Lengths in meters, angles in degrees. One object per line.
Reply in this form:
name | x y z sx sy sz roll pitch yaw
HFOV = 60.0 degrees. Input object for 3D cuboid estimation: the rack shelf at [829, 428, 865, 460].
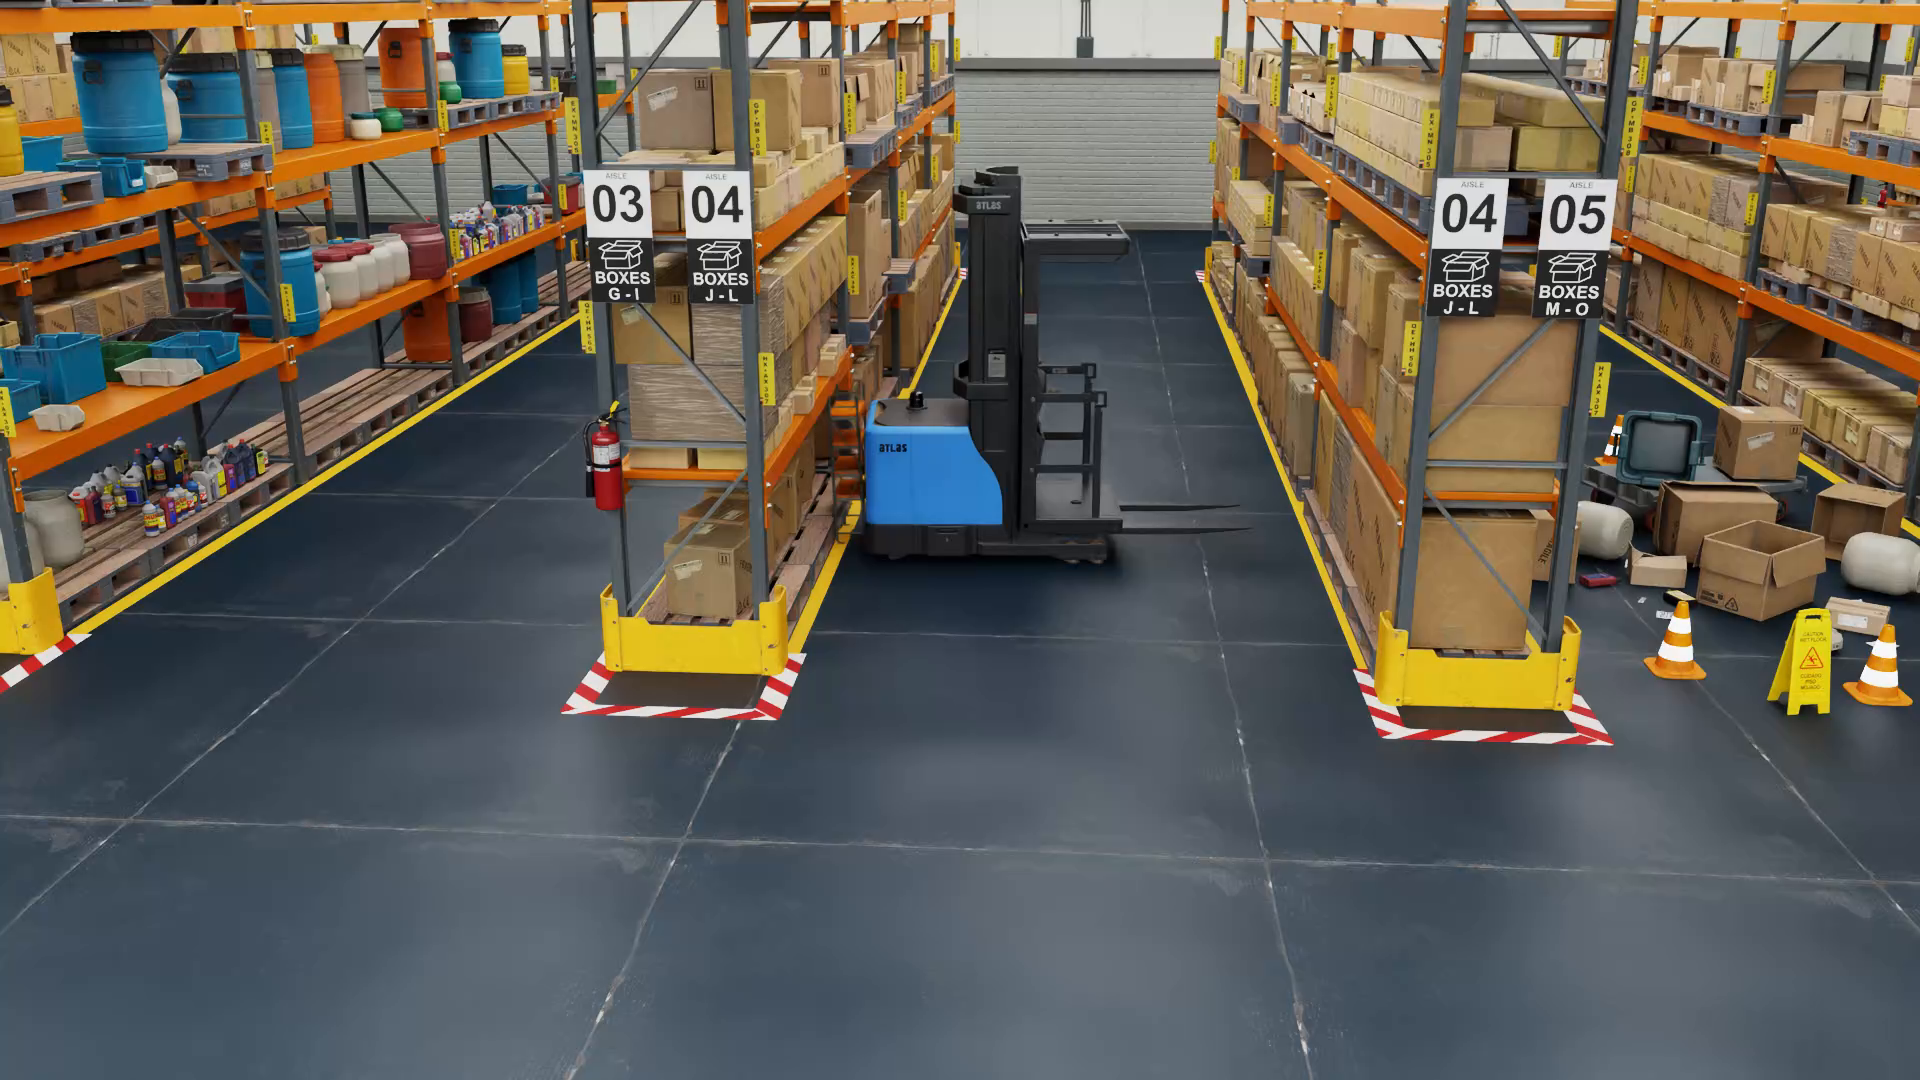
rack shelf | -0.887 -0.771 13.331 0.258 0.148 0.480 -1 18 4

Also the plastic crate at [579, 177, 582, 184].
plastic crate | -5.920 -5.346 25.093 0.416 0.233 0.300 1 18 4

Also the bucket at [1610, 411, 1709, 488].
bucket | 5.783 -0.764 13.754 0.726 0.611 0.620 8 10 23

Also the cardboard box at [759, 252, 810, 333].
cardboard box | -1.345 -1.730 11.642 0.500 0.500 0.500 1 18 4

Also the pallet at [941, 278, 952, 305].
pallet | -0.656 -3.607 24.093 1.003 0.211 1.213 1 18 4

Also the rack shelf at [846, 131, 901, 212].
rack shelf | -1.303 -3.538 15.741 1.077 0.370 4.000 1 18 4

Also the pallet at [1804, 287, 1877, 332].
pallet | 8.624 -2.148 15.468 1.003 0.211 1.213 1 18 4

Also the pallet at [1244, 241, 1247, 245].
pallet | 3.881 -3.458 19.467 1.003 0.211 1.213 1 18 4

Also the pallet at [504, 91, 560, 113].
pallet | -5.772 -5.519 20.934 1.213 0.211 1.003 1 18 4

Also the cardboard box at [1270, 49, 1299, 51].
cardboard box | 4.579 -6.851 23.494 0.380 0.149 0.250 2 18 5

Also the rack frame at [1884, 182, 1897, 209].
rack frame | 14.249 -5.229 24.565 1.000 3.000 0.127 1 18 4

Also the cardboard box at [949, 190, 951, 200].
cardboard box | -0.338 -5.086 24.532 0.380 0.149 0.250 2 18 5

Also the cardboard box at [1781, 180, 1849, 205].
cardboard box | 9.004 -3.525 17.597 0.500 0.500 0.500 1 18 2

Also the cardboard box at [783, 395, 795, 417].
cardboard box | -1.392 -0.943 11.888 0.380 0.149 0.250 1 18 4

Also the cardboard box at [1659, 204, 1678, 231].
cardboard box | 8.627 -3.814 19.683 0.500 0.250 0.500 2 18 5

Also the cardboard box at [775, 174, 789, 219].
cardboard box | -1.410 -2.249 10.894 0.500 0.250 0.500 1 18 3

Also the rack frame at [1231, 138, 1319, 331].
rack frame | 4.067 -4.176 21.350 1.000 3.000 0.127 1 18 4

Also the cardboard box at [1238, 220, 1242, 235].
cardboard box | 3.470 -3.660 19.505 0.380 0.149 0.250 0 18 1

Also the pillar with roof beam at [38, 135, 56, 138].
pillar with roof beam | -11.783 -9.505 27.978 9.100 9.000 0.400 1 18 4

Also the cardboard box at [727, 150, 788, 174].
cardboard box | -1.361 -2.533 11.119 0.380 0.149 0.250 1 18 4

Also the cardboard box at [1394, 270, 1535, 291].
cardboard box | 3.395 -1.491 11.182 0.875 0.550 0.550 1 18 4

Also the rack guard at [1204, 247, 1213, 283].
rack guard | 4.348 -4.207 25.458 1.175 0.500 0.348 1 18 4

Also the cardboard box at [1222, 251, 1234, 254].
cardboard box | 3.967 -4.062 23.951 0.380 0.149 0.250 2 18 6

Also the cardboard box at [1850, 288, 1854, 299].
cardboard box | 8.408 -2.254 15.215 0.380 0.149 0.250 1 18 2

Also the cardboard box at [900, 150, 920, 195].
cardboard box | -0.911 -4.644 21.006 0.797 0.503 0.637 1 18 2

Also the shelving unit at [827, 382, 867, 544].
shelving unit | -0.882 -0.622 13.379 0.258 1.200 0.503 -1 18 4

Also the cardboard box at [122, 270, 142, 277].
cardboard box | -11.059 -3.251 21.834 0.500 0.500 0.500 2 18 5

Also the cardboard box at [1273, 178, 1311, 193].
cardboard box | 4.354 -4.513 21.740 0.500 0.500 0.500 1 18 3

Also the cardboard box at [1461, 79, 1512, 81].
cardboard box | 3.713 -3.188 11.805 0.380 0.149 0.250 1 18 4

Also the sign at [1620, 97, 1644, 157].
sign | 3.760 -2.313 9.317 0.100 0.325 0.005 1 18 4

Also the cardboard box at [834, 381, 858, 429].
cardboard box | -1.328 -1.192 15.553 0.700 0.500 0.500 1 18 4

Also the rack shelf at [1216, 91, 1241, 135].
rack shelf | 4.210 -5.881 22.890 1.077 0.370 4.000 1 18 4

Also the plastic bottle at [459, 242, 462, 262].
plastic bottle | -5.711 -3.288 18.846 0.097 0.271 0.097 0 18 0

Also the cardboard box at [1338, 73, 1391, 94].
cardboard box | 3.128 -3.518 12.812 0.380 0.149 0.250 1 18 4

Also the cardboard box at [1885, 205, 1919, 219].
cardboard box | 8.889 -3.037 15.519 0.380 0.149 0.250 0 18 1

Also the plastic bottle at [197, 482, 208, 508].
plastic bottle | -6.179 -0.369 13.520 0.097 0.201 0.097 0 18 0

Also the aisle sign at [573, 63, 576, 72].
aisle sign | -5.818 -6.935 25.596 0.394 0.787 0.004 1 18 4

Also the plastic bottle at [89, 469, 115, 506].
plastic bottle | -6.916 -0.404 13.387 0.144 0.351 0.185 2 18 6

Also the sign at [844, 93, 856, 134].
sign | -0.905 -3.495 13.623 0.100 0.325 0.005 1 18 4

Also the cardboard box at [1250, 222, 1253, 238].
cardboard box | 3.379 -3.402 18.238 0.380 0.149 0.250 2 18 6

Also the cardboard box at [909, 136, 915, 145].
cardboard box | -0.926 -5.688 24.525 0.500 0.500 0.500 1 18 3

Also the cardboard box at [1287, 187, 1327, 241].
cardboard box | 3.738 -3.317 16.962 0.700 0.500 0.500 1 18 4

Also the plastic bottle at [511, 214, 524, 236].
plastic bottle | -5.582 -3.970 20.920 0.152 0.276 0.135 1 18 4

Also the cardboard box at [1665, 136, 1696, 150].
cardboard box | 9.295 -5.100 21.362 0.380 0.149 0.250 2 18 5

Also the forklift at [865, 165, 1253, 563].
forklift | 0.775 -1.378 12.921 3.031 2.935 1.130 0 18 0

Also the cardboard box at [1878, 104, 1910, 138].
cardboard box | 8.414 -3.666 14.542 0.500 0.250 0.500 2 18 5

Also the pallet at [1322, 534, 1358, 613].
pallet | 3.276 0.248 12.326 1.003 0.211 1.213 1 18 4

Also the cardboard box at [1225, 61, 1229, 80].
cardboard box | 3.978 -6.561 23.248 0.500 0.250 0.500 1 18 5

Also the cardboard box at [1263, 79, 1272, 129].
cardboard box | 3.590 -4.745 18.109 0.500 0.500 0.500 1 18 4

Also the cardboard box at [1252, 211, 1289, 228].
cardboard box | 3.358 -3.459 17.935 0.380 0.149 0.250 1 18 2

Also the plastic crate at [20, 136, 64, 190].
plastic crate | -6.837 -2.718 12.110 0.392 0.384 0.575 1 18 4

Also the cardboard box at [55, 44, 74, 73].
cardboard box | -10.956 -5.691 20.161 0.600 0.600 0.600 1 18 2

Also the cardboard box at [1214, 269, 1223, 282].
cardboard box | 3.921 -3.870 24.320 0.380 0.149 0.250 2 18 5

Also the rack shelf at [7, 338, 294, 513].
rack shelf | -6.530 -0.981 12.754 1.077 0.370 4.000 1 18 4

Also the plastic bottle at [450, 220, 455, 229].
plastic bottle | -6.215 -3.773 20.328 0.097 0.271 0.097 0 18 0

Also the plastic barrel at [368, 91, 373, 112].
plastic barrel | -6.428 -4.575 17.571 0.421 0.512 0.421 0 18 0

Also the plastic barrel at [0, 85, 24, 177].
plastic barrel | -6.719 -2.773 11.274 0.600 0.588 0.600 0 18 0

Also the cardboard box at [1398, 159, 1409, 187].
cardboard box | 2.929 -2.271 10.287 0.380 0.149 0.250 2 18 5
